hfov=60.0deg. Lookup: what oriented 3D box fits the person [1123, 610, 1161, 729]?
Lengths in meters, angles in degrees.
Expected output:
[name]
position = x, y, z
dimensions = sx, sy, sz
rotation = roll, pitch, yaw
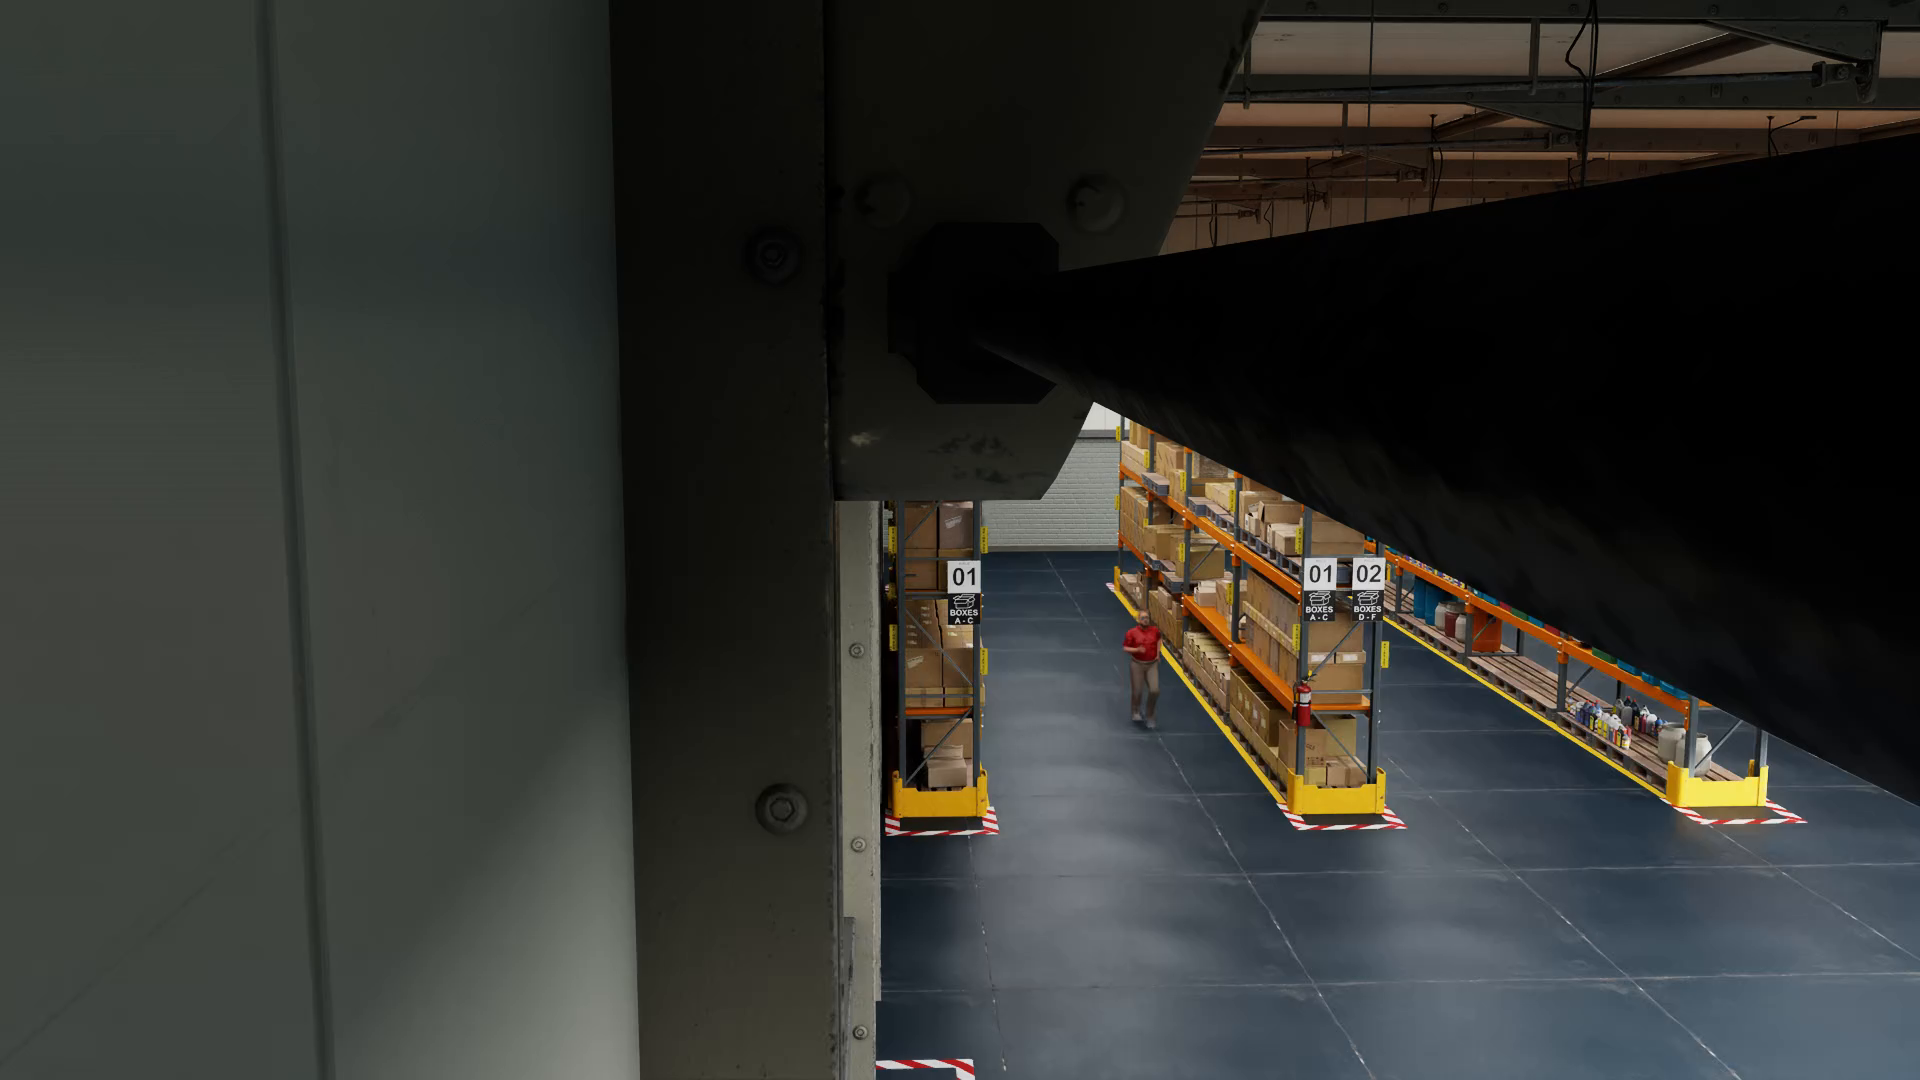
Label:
[person]
position = 2.745, 1.937, 24.773
dimensions = 0.640, 1.781, 0.727
rotation = -1, 8, -7
